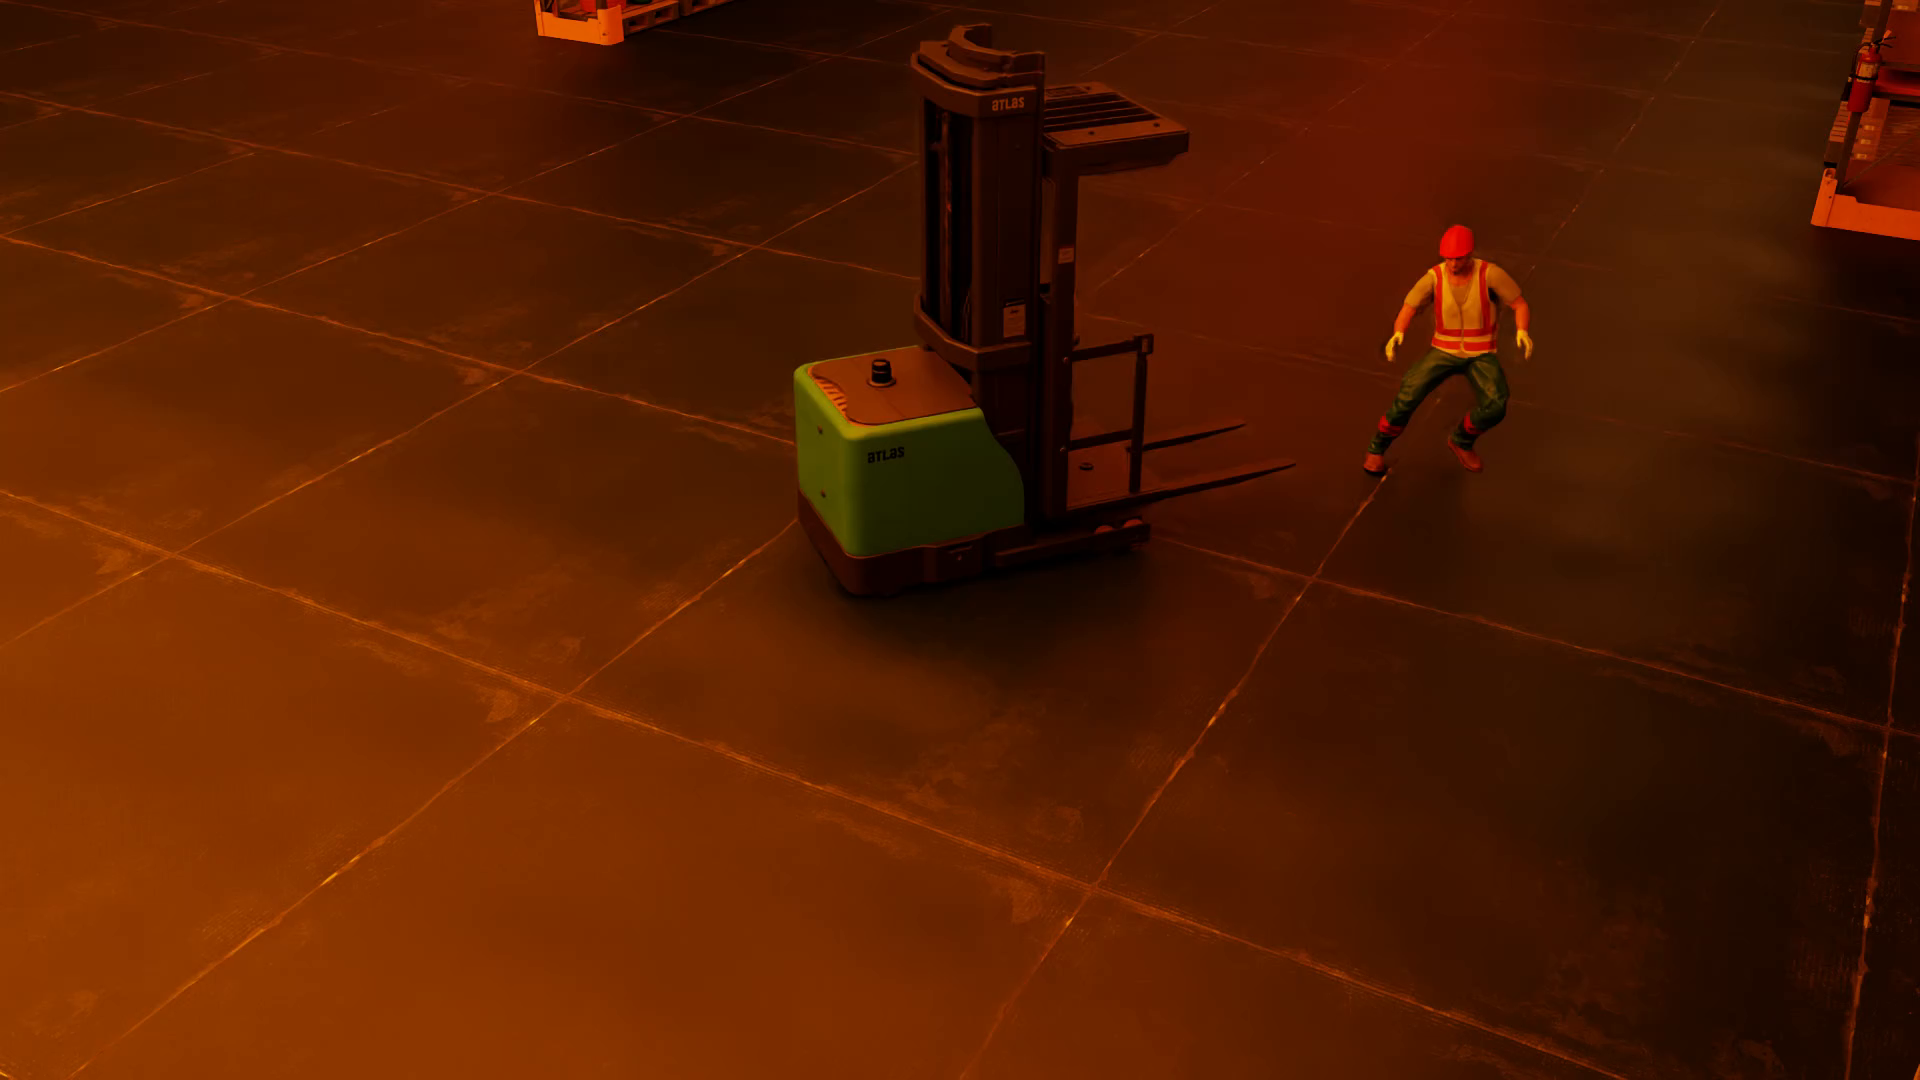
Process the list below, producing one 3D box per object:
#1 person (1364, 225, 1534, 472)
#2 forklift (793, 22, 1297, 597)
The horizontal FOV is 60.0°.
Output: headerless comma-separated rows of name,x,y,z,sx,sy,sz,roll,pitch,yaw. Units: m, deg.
person,3.093,-1.141,10.388,0.910,1.599,0.749,11,32,18
forklift,0.587,-1.418,9.528,3.031,2.935,1.130,-12,32,-20
